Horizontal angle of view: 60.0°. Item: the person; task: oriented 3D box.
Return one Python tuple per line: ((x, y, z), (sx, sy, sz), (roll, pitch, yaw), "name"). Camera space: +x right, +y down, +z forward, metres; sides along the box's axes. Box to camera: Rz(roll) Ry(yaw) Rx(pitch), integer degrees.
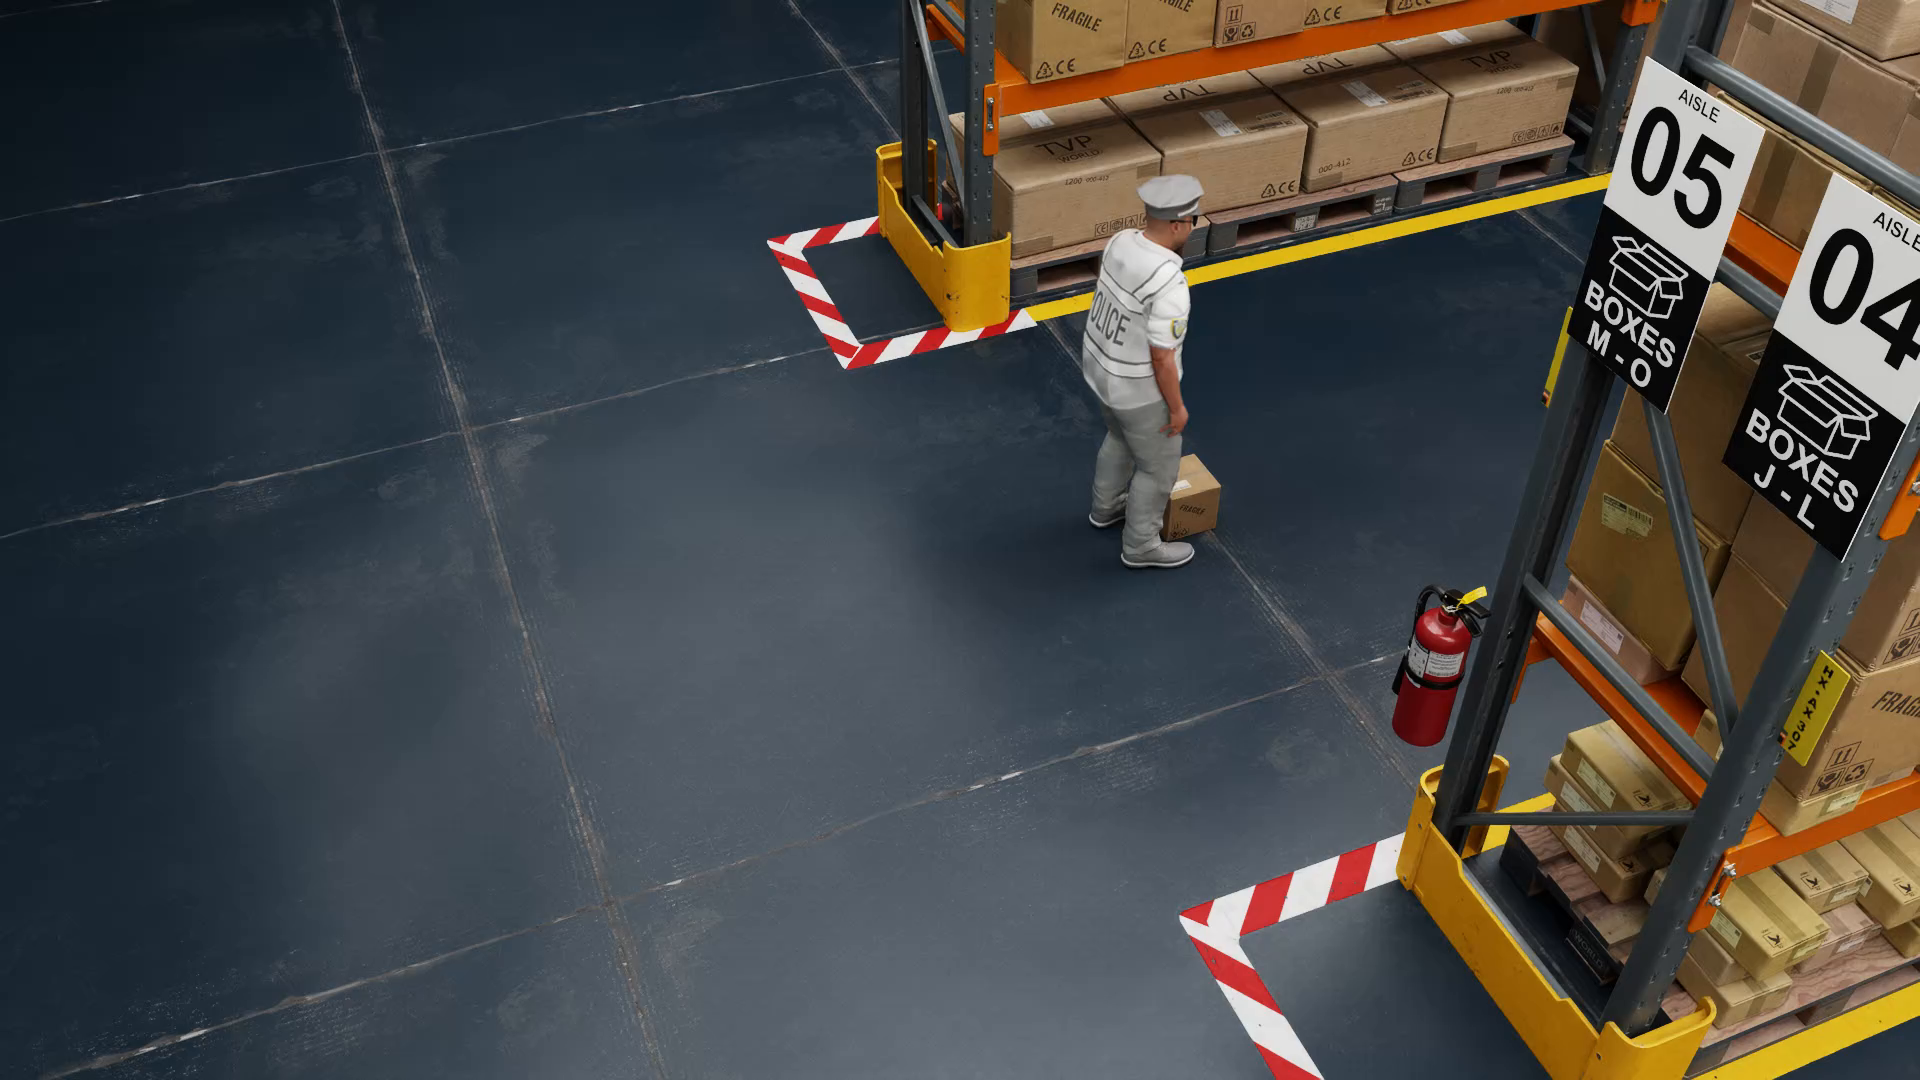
((0.748, -0.677, 6.919), (0.439, 1.748, 0.586), (-15, 44, -16), "person")
